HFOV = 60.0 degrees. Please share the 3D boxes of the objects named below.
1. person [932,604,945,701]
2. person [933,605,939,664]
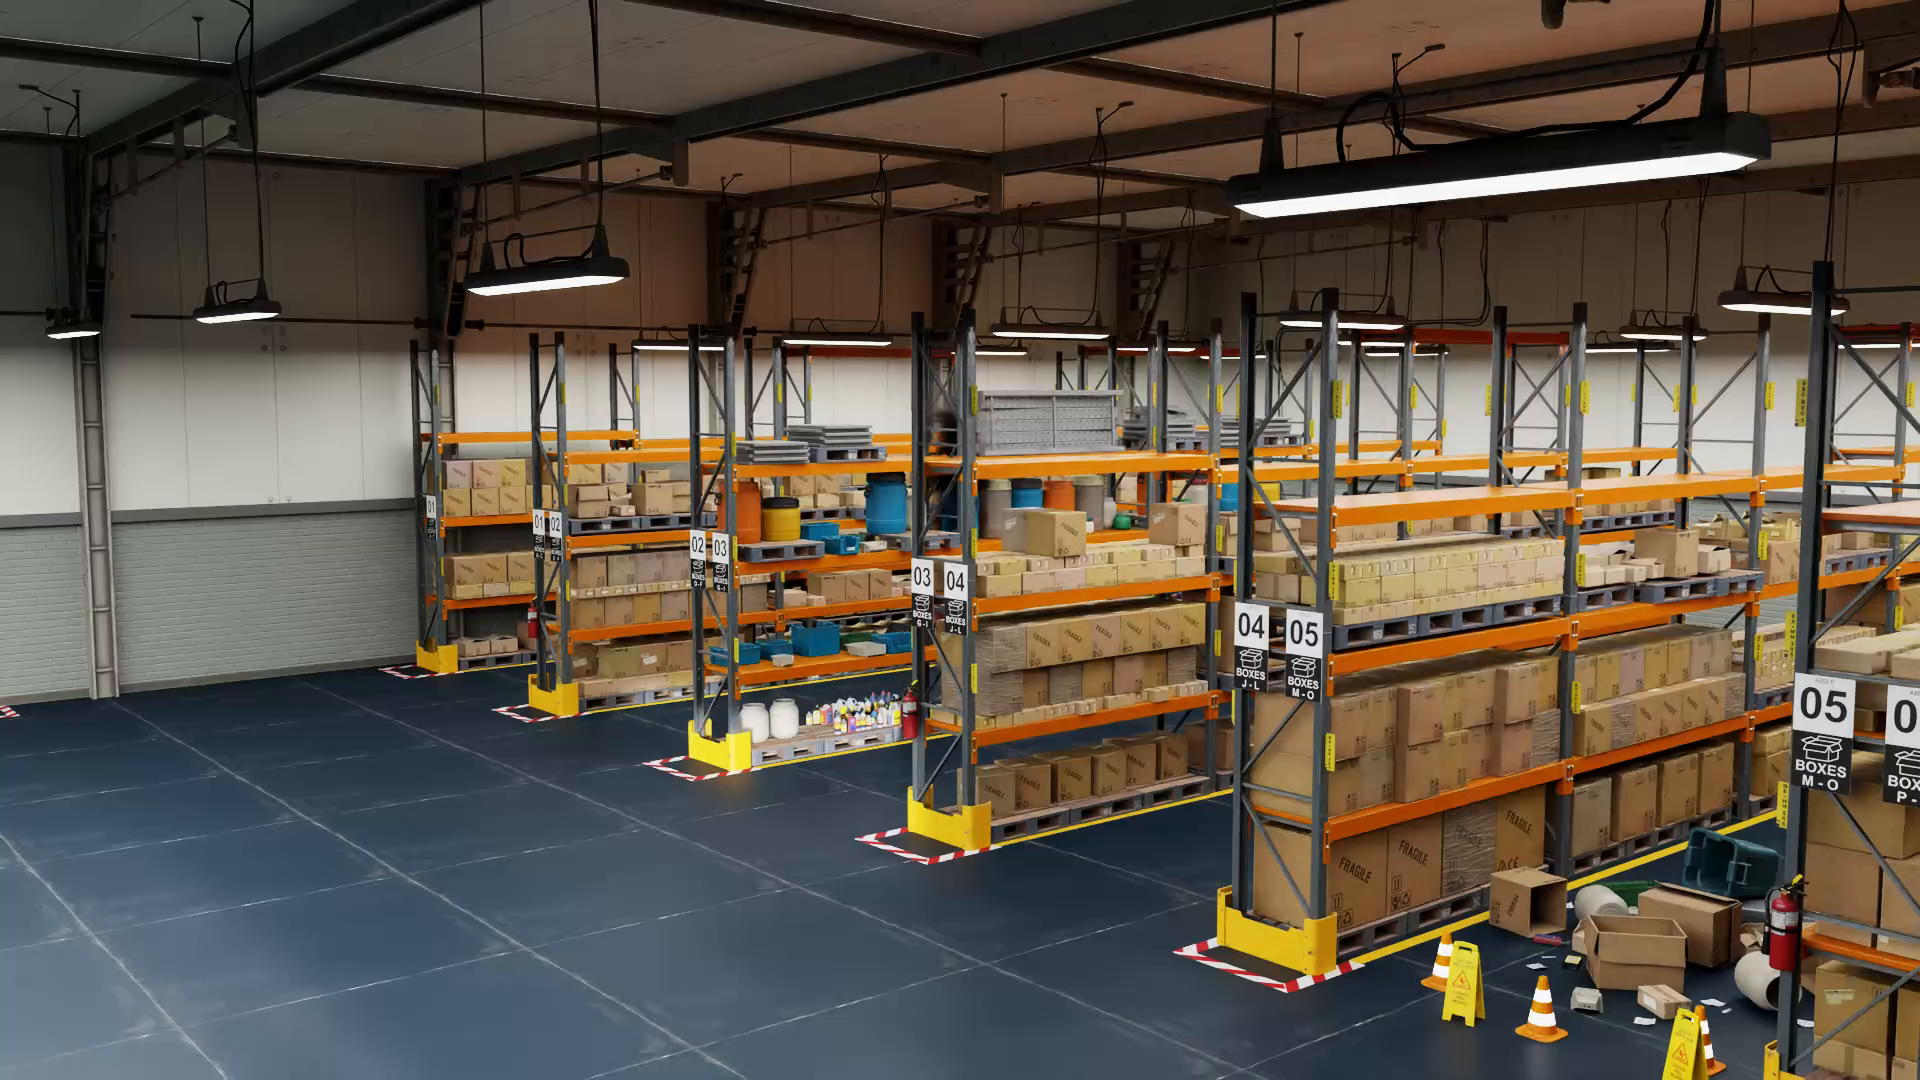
[{"bbox_3d":[-0.203,1.775,27.568,0.847,1.746,0.531,-3,6,-32],"label":"person"},{"bbox_3d":[-0.296,1.700,28.804,0.671,1.592,0.931,3,6,28],"label":"person"}]
